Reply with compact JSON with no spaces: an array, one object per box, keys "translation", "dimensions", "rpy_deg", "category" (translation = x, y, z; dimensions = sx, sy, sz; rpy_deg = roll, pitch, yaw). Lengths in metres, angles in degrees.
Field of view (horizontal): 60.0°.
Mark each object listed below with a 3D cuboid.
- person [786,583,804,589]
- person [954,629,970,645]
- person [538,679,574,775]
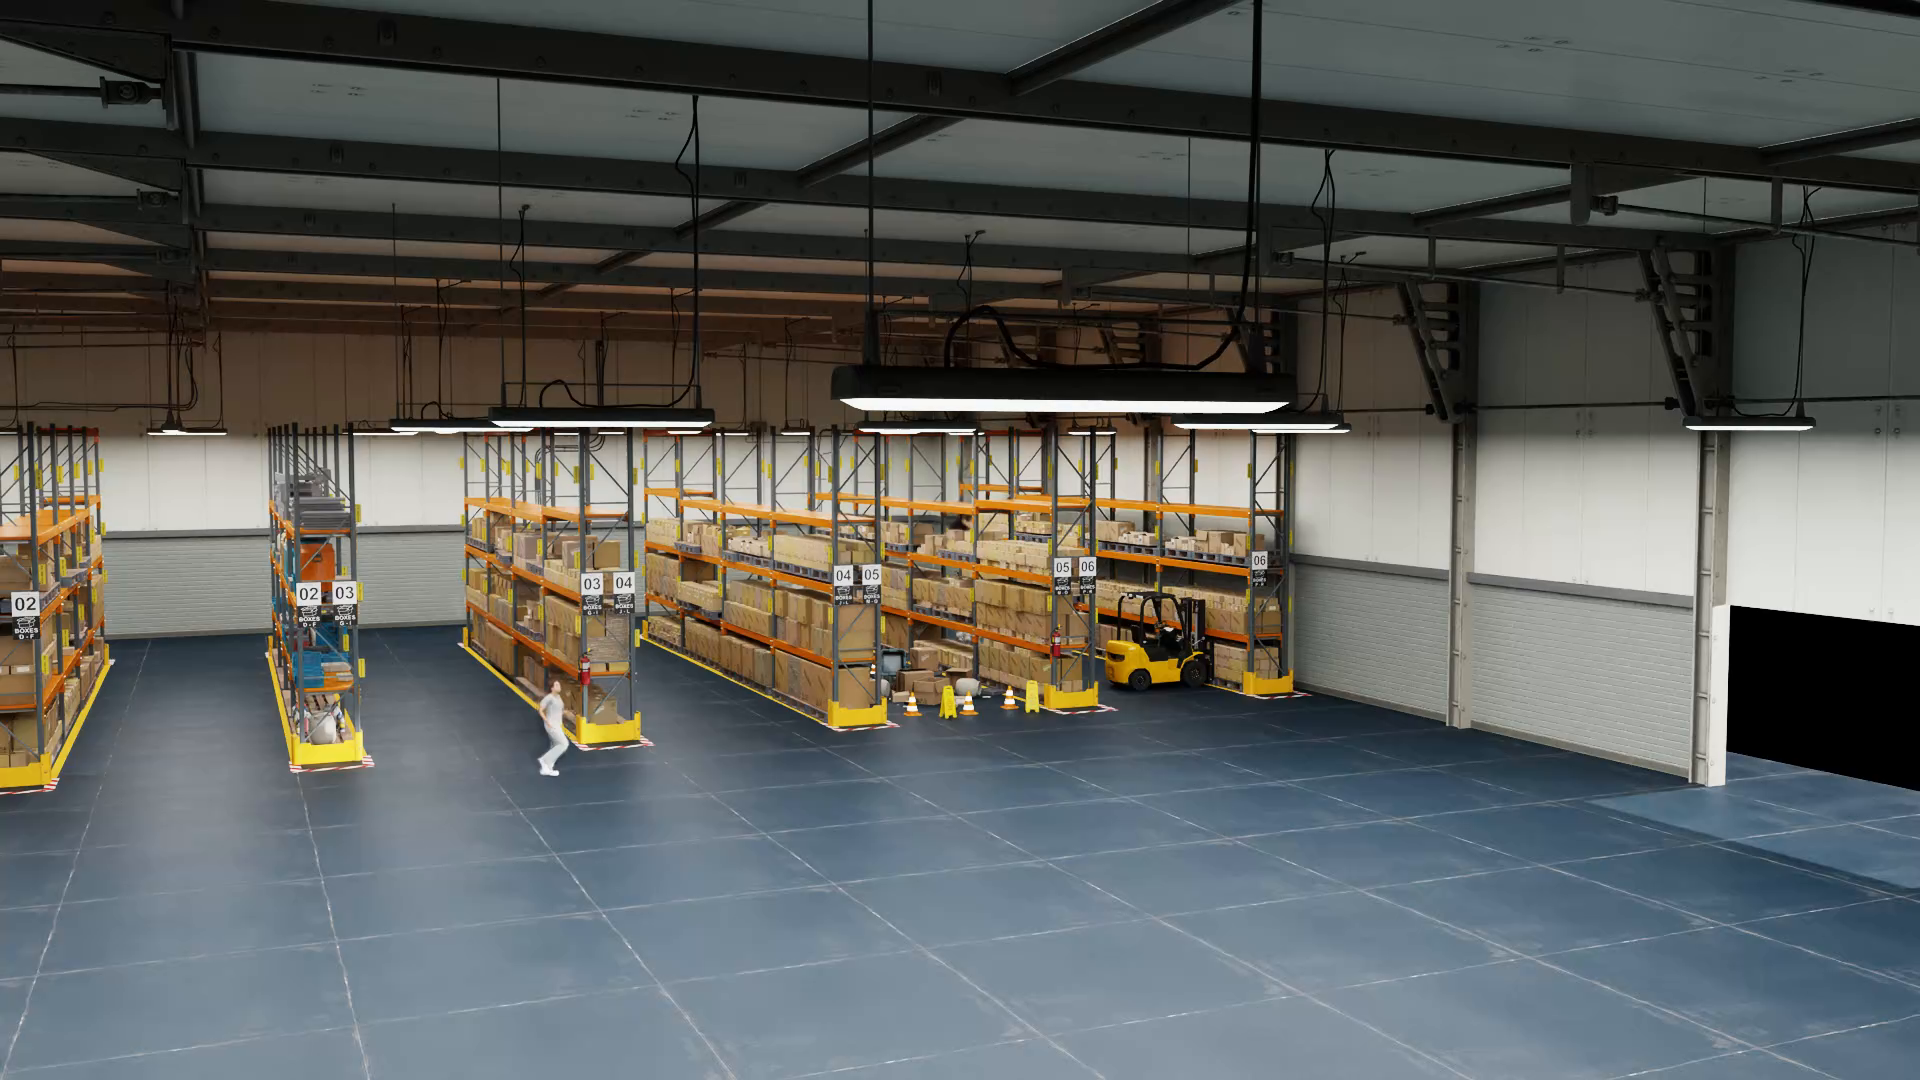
[{"translation":[-5.040,1.763,51.063],"dimensions":[1.073,1.717,0.750],"rpy_deg":[-1,4,-15],"category":"person"},{"translation":[0.061,2.097,44.922],"dimensions":[0.695,1.783,0.667],"rpy_deg":[-1,4,-22],"category":"person"},{"translation":[-6.849,3.175,28.254],"dimensions":[0.557,1.637,0.551],"rpy_deg":[0,3,4],"category":"person"}]
